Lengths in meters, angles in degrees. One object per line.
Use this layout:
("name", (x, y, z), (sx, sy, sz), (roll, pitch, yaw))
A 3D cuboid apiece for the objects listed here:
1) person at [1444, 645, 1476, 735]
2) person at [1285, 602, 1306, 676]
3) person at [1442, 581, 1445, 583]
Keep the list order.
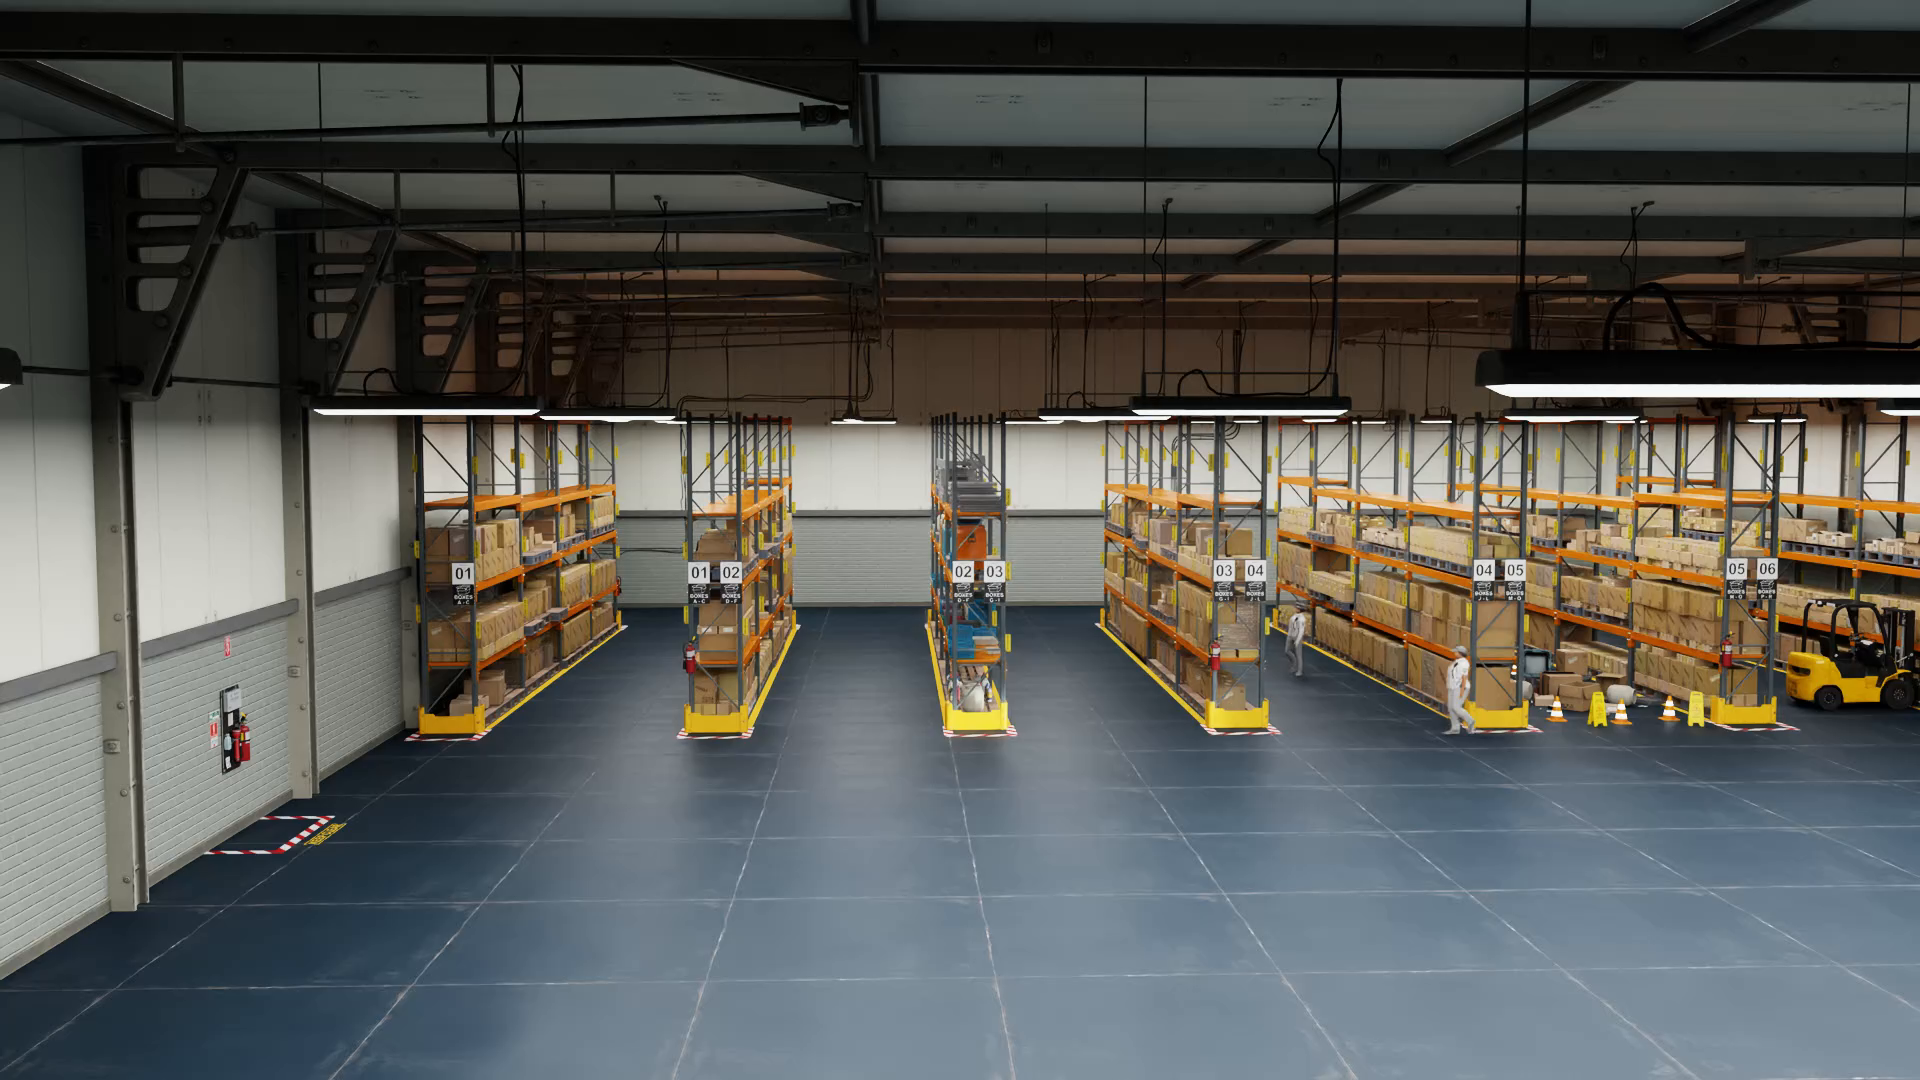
("person", (9.251, 2.788, 30.869), (0.473, 1.658, 0.496), (-1, 4, -16))
("person", (7.766, 2.272, 38.413), (0.411, 1.688, 0.575), (-2, 4, -28))
("person", (14.550, 1.569, 49.384), (0.502, 1.609, 0.339), (1, 4, 13))
